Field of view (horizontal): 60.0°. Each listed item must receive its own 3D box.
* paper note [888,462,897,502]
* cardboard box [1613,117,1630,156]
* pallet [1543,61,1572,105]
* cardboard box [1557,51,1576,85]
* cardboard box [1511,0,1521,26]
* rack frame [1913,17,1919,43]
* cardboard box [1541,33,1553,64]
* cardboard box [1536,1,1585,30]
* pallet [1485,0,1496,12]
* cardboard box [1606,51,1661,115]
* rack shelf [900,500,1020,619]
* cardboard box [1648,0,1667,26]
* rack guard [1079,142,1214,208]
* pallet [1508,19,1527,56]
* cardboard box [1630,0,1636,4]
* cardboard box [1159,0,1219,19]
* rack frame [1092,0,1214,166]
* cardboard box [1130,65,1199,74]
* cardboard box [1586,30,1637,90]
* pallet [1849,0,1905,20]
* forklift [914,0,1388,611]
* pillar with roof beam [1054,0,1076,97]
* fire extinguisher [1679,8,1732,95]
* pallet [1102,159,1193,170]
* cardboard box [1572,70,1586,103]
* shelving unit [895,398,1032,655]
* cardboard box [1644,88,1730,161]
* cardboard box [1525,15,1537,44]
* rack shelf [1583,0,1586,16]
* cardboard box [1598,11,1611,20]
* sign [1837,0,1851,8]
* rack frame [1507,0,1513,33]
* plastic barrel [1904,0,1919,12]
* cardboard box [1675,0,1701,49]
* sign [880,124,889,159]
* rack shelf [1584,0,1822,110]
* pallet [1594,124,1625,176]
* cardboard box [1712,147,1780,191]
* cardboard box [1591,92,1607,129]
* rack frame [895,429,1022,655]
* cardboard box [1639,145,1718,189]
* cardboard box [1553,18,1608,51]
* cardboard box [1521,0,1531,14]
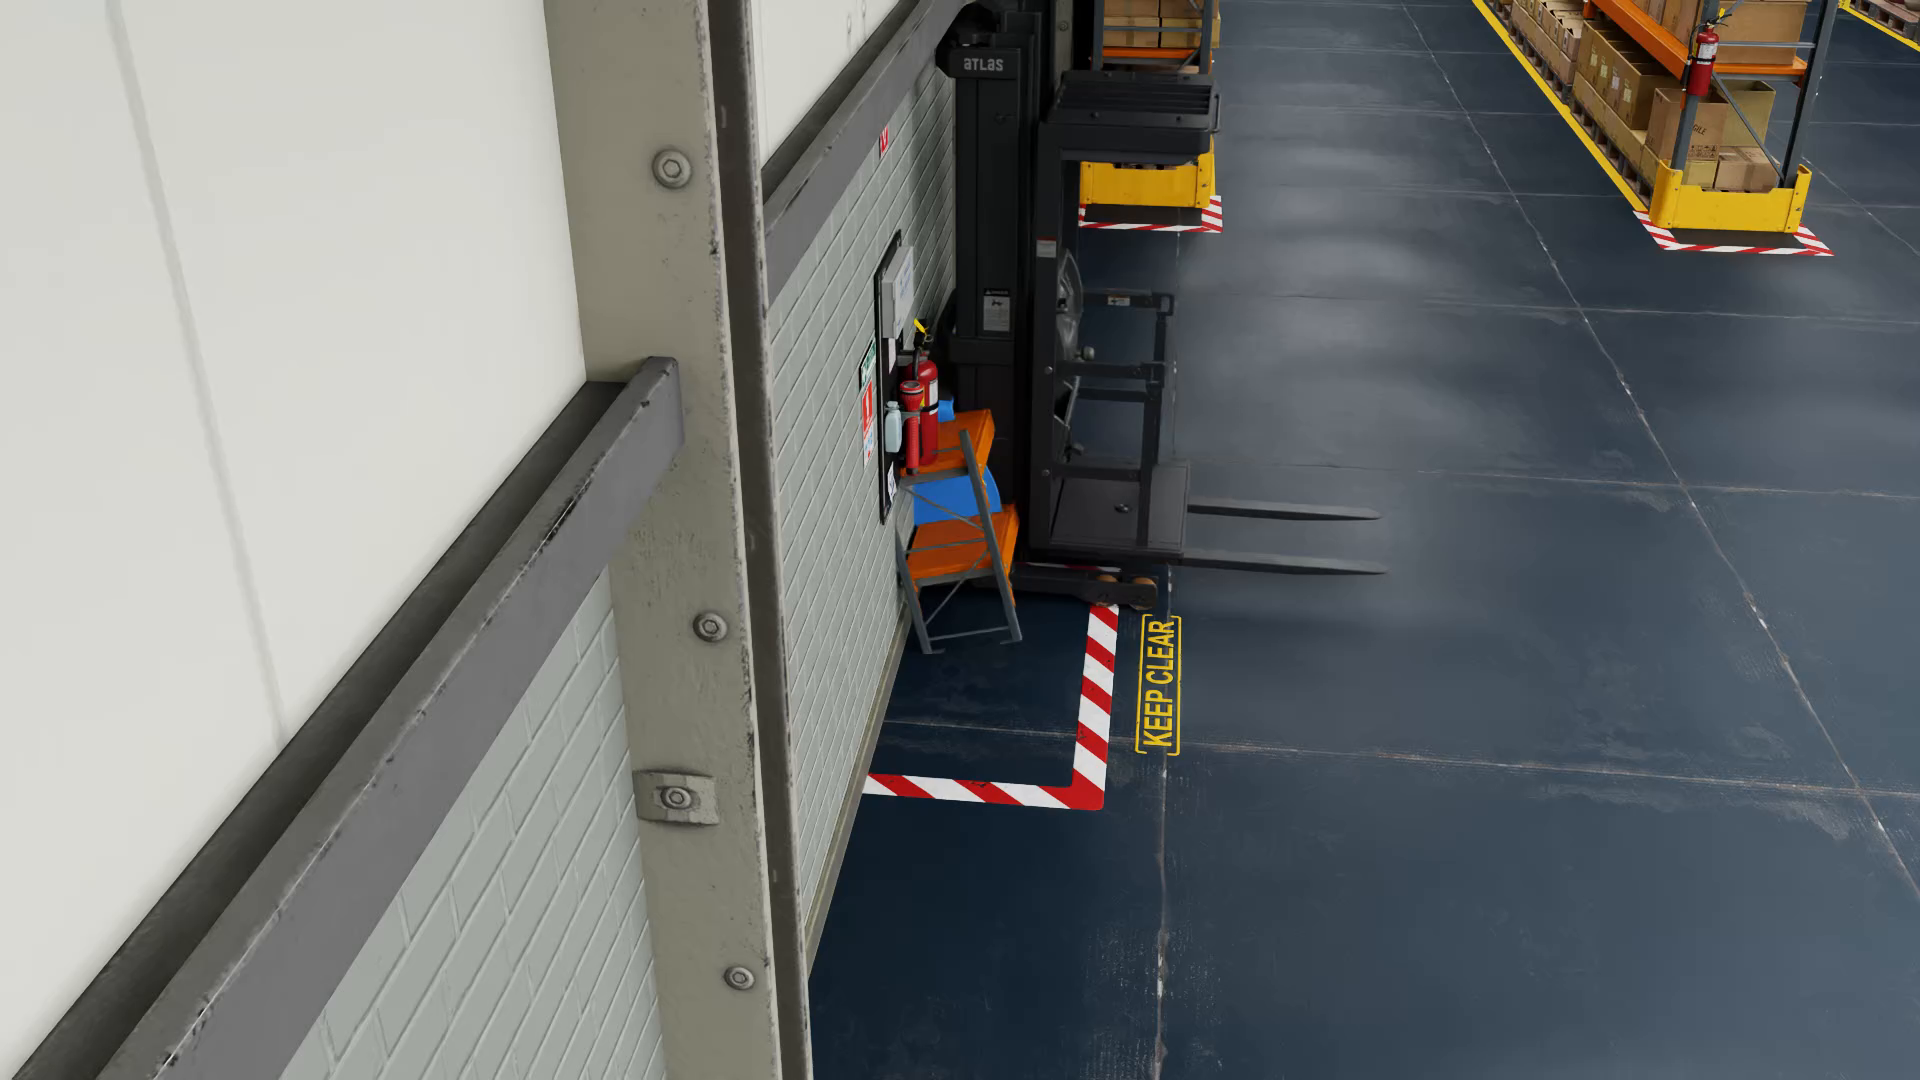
[{"bbox_3d":[-0.304,-0.259,7.498,0.016,0.148,0.142,3,28,6],"label":"paper note"},{"bbox_3d":[6.432,-3.761,15.526,0.500,0.250,0.500,3,28,6],"label":"cardboard box"},{"bbox_3d":[7.093,-5.050,18.402,1.003,0.211,1.213,3,28,6],"label":"pallet"},{"bbox_3d":[6.804,-5.115,18.038,0.500,0.250,0.500,3,28,6],"label":"cardboard box"},{"bbox_3d":[7.176,-6.557,20.714,0.500,0.250,0.500,3,28,6],"label":"cardboard box"},{"bbox_3d":[12.447,-7.522,20.050,1.000,3.000,0.127,3,28,6],"label":"rack frame"},{"bbox_3d":[6.930,-5.594,18.927,0.500,0.250,0.500,4,29,7],"label":"cardboard box"},{"bbox_3d":[6.993,-6.074,19.226,0.500,0.311,0.500,3,28,6],"label":"cardboard box"},{"bbox_3d":[7.812,-7.506,22.960,1.003,0.211,1.213,3,28,6],"label":"pallet"},{"bbox_3d":[6.492,-4.327,15.785,0.500,0.500,0.500,3,28,6],"label":"cardboard box"},{"bbox_3d":[0.048,0.019,8.490,0.538,0.278,1.000,-9,25,12],"label":"rack shelf"},{"bbox_3d":[6.808,-5.038,15.333,0.700,0.500,0.500,4,29,8],"label":"cardboard box"},{"bbox_3d":[1.644,-3.267,14.788,1.175,0.500,0.348,3,28,6],"label":"rack guard"},{"bbox_3d":[7.392,-6.199,20.534,1.003,0.211,1.213,3,28,6],"label":"pallet"},{"bbox_3d":[6.935,-5.515,16.219,0.700,0.500,0.500,3,28,6],"label":"cardboard box"},{"bbox_3d":[1.991,-4.812,14.366,0.500,0.500,0.500,3,28,6],"label":"cardboard box"},{"bbox_3d":[1.634,-4.332,14.128,1.000,3.000,0.127,3,28,6],"label":"rack frame"},{"bbox_3d":[2.018,-4.356,16.346,0.700,0.500,0.500,2,28,3],"label":"cardboard box"},{"bbox_3d":[6.620,-4.797,16.658,0.500,0.500,0.500,3,28,6],"label":"cardboard box"},{"bbox_3d":[12.654,-7.241,22.467,1.003,0.211,1.213,3,28,6],"label":"pallet"},{"bbox_3d":[0.740,-1.198,8.384,3.031,2.935,1.130,4,29,8],"label":"forklift"},{"bbox_3d":[5.134,-7.103,12.946,9.100,9.000,0.400,3,28,6],"label":"pillar with roof beam"},{"bbox_3d":[6.076,-3.983,13.563,0.296,0.674,0.183,3,28,6],"label":"fire extinguisher"},{"bbox_3d":[1.778,-3.521,15.562,1.003,0.211,1.213,3,28,6],"label":"pallet"},{"bbox_3d":[6.684,-4.703,17.272,0.500,0.250,0.500,3,28,6],"label":"cardboard box"},{"bbox_3d":[-0.010,-0.196,8.390,0.538,1.125,1.048,-9,25,12],"label":"shelving unit"},{"bbox_3d":[6.322,-3.620,14.473,0.500,0.500,0.500,3,28,6],"label":"cardboard box"},{"bbox_3d":[7.057,-6.075,19.820,0.500,0.250,0.500,3,28,5],"label":"cardboard box"},{"bbox_3d":[7.286,-6.554,19.010,1.077,0.370,4.000,3,28,6],"label":"rack shelf"},{"bbox_3d":[7.468,-5.809,18.735,0.500,0.311,0.500,2,28,5],"label":"cardboard box"},{"bbox_3d":[7.101,-4.427,13.308,0.100,0.325,0.005,3,28,6],"label":"sign"},{"bbox_3d":[7.531,-7.812,20.587,1.000,3.000,0.127,3,28,6],"label":"rack frame"},{"bbox_3d":[12.470,-7.114,21.472,0.421,0.512,0.421,0,28,0],"label":"plastic barrel"},{"bbox_3d":[6.681,-4.556,14.440,0.700,0.500,0.500,4,29,8],"label":"cardboard box"},{"bbox_3d":[-0.314,-1.749,6.890,0.001,0.298,0.199,3,28,6],"label":"sign"},{"bbox_3d":[6.796,-4.671,15.515,1.077,0.370,4.000,3,28,6],"label":"rack shelf"},{"bbox_3d":[6.755,-3.753,15.994,1.003,0.211,1.213,3,28,6],"label":"pallet"},{"bbox_3d":[6.838,-3.260,14.594,0.500,0.250,0.500,3,28,6],"label":"cardboard box"},{"bbox_3d":[6.551,-4.232,16.400,0.500,0.250,0.500,3,28,6],"label":"cardboard box"},{"bbox_3d":[-0.072,0.030,7.939,0.500,1.125,0.032,-9,25,12],"label":"rack frame"},{"bbox_3d":[6.324,-3.290,14.650,0.500,0.250,0.500,3,28,6],"label":"cardboard box"},{"bbox_3d":[6.864,-5.603,18.352,0.500,0.311,0.500,4,29,8],"label":"cardboard box"},{"bbox_3d":[7.120,-6.556,20.121,0.500,0.311,0.500,3,28,5],"label":"cardboard box"}]
